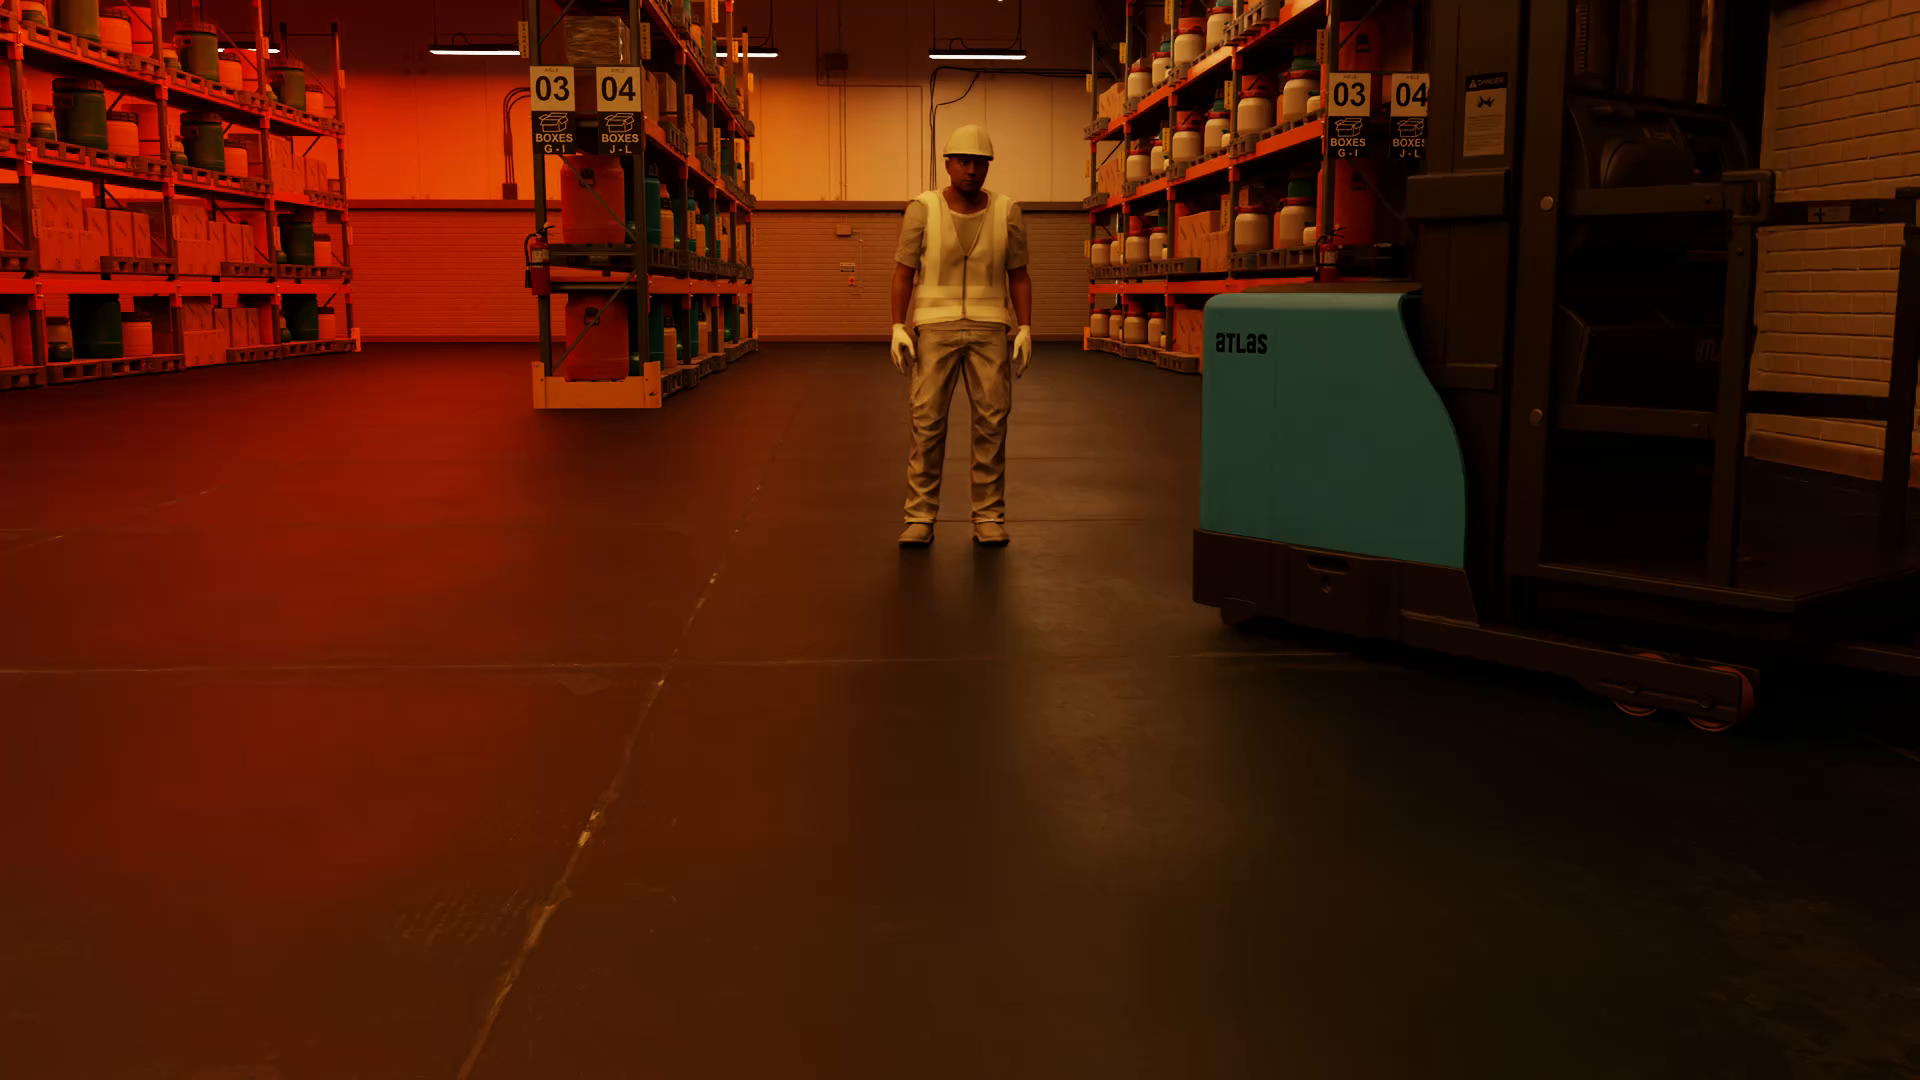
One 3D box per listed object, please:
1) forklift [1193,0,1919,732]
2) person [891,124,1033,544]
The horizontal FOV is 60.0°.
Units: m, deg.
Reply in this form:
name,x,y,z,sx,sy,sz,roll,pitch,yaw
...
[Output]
name,x,y,z,sx,sy,sz,roll,pitch,yaw
forklift,2.088,-1.057,4.449,1.130,2.935,3.031,-7,11,-39
person,0.009,-0.870,7.143,0.617,1.773,0.449,-1,8,-5
